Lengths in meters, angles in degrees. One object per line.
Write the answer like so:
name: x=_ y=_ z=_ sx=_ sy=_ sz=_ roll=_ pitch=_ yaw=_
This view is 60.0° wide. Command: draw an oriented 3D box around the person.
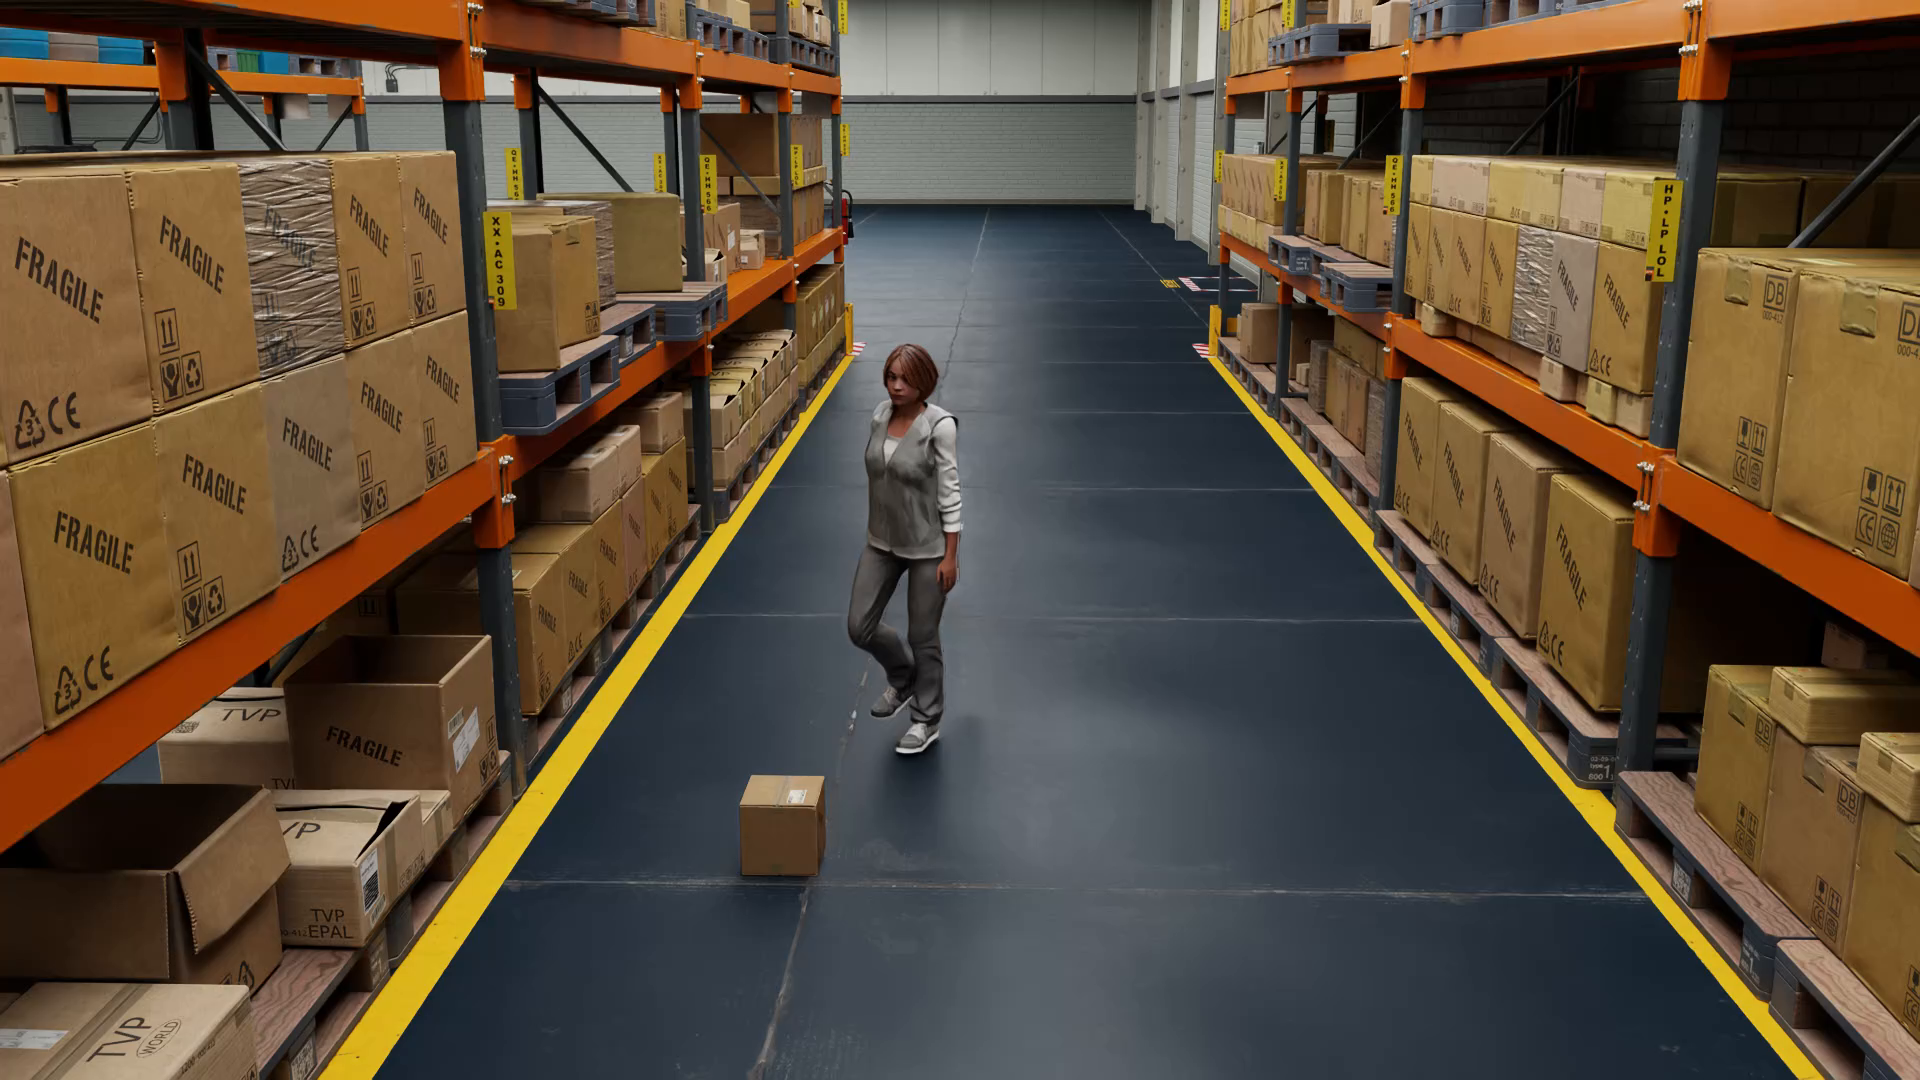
person: x=-0.186 y=0.039 z=6.320 sx=0.463 sy=1.596 sz=0.428 roll=9 pitch=16 yaw=30
